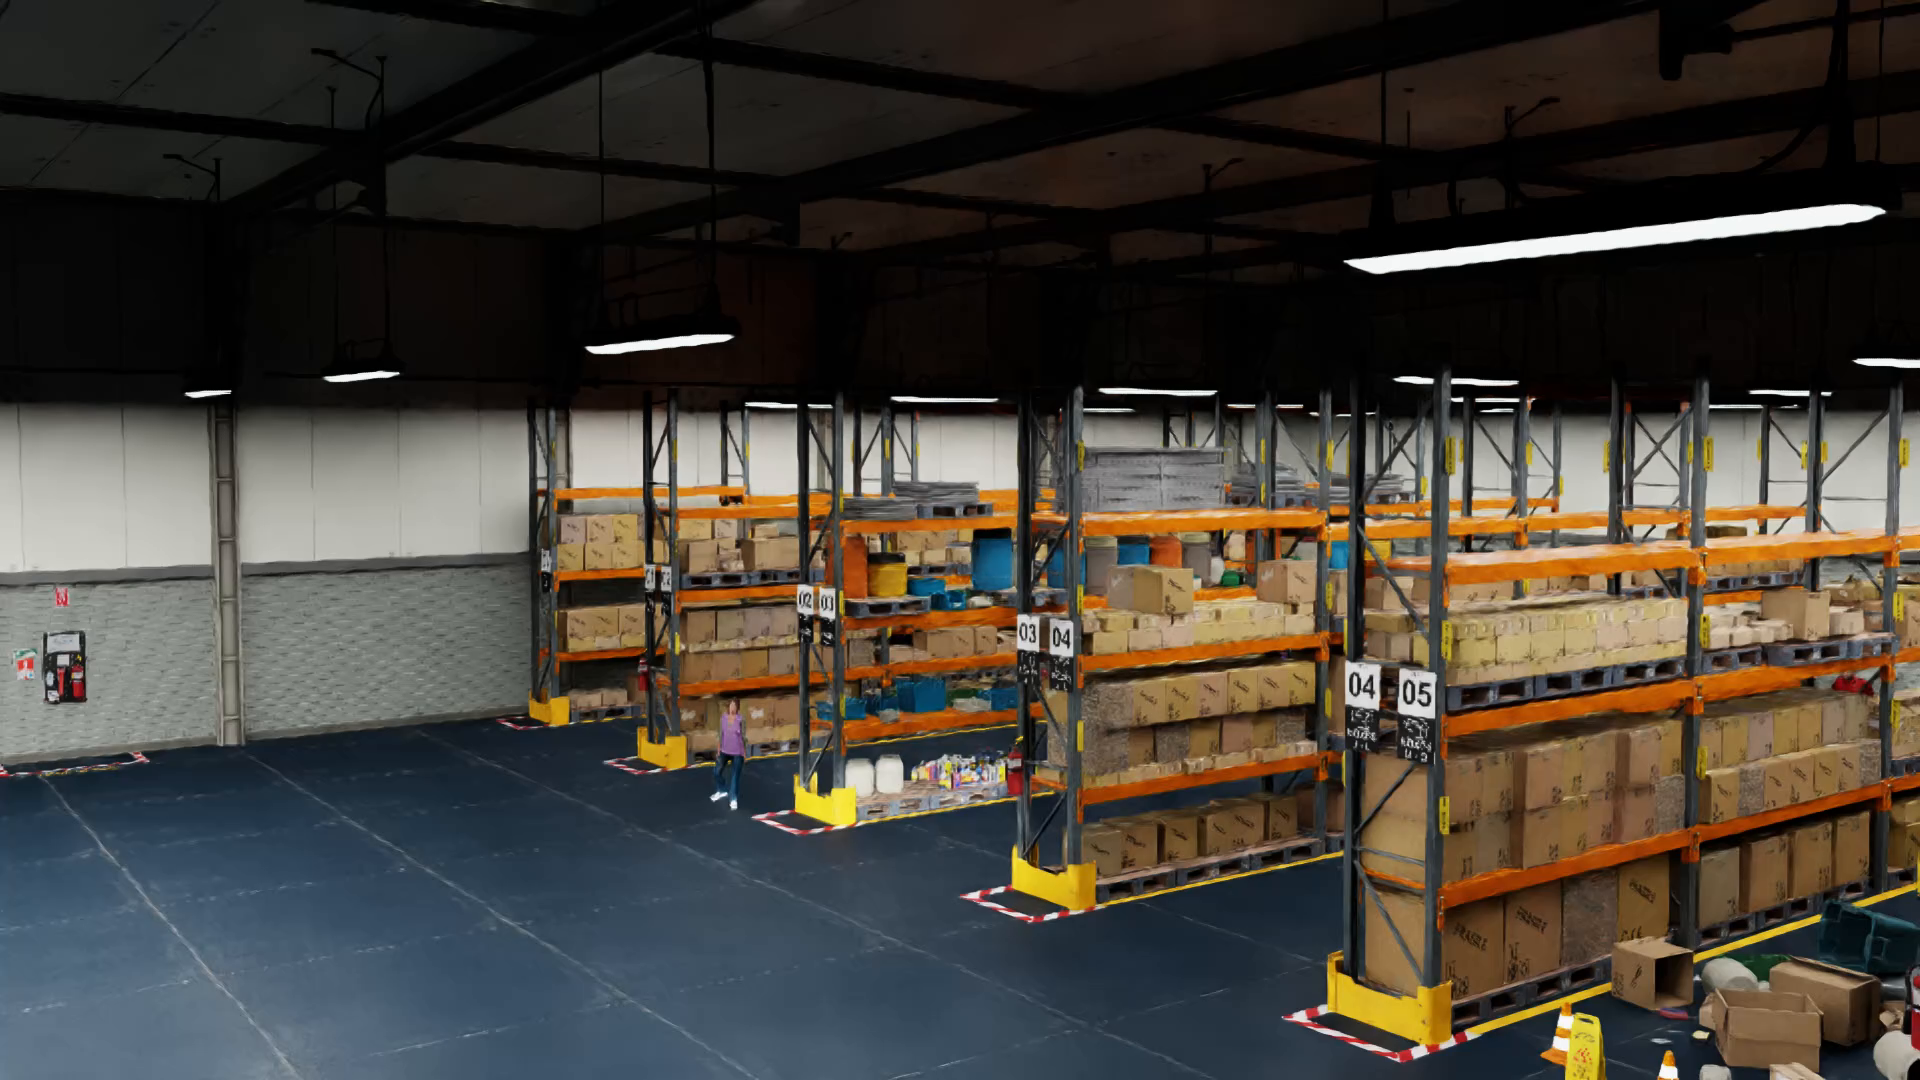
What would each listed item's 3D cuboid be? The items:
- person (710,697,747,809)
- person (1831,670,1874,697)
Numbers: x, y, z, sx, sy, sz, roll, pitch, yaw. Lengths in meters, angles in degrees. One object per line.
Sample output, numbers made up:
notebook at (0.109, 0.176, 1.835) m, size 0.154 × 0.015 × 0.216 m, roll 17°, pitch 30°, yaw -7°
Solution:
person at (-3.270, 2.985, 23.407) m, size 0.587 × 1.585 × 0.445 m, roll 0°, pitch 3°, yaw 8°
person at (14.163, 2.771, 26.418) m, size 0.535 × 1.676 × 0.682 m, roll -3°, pitch 4°, yaw -38°
